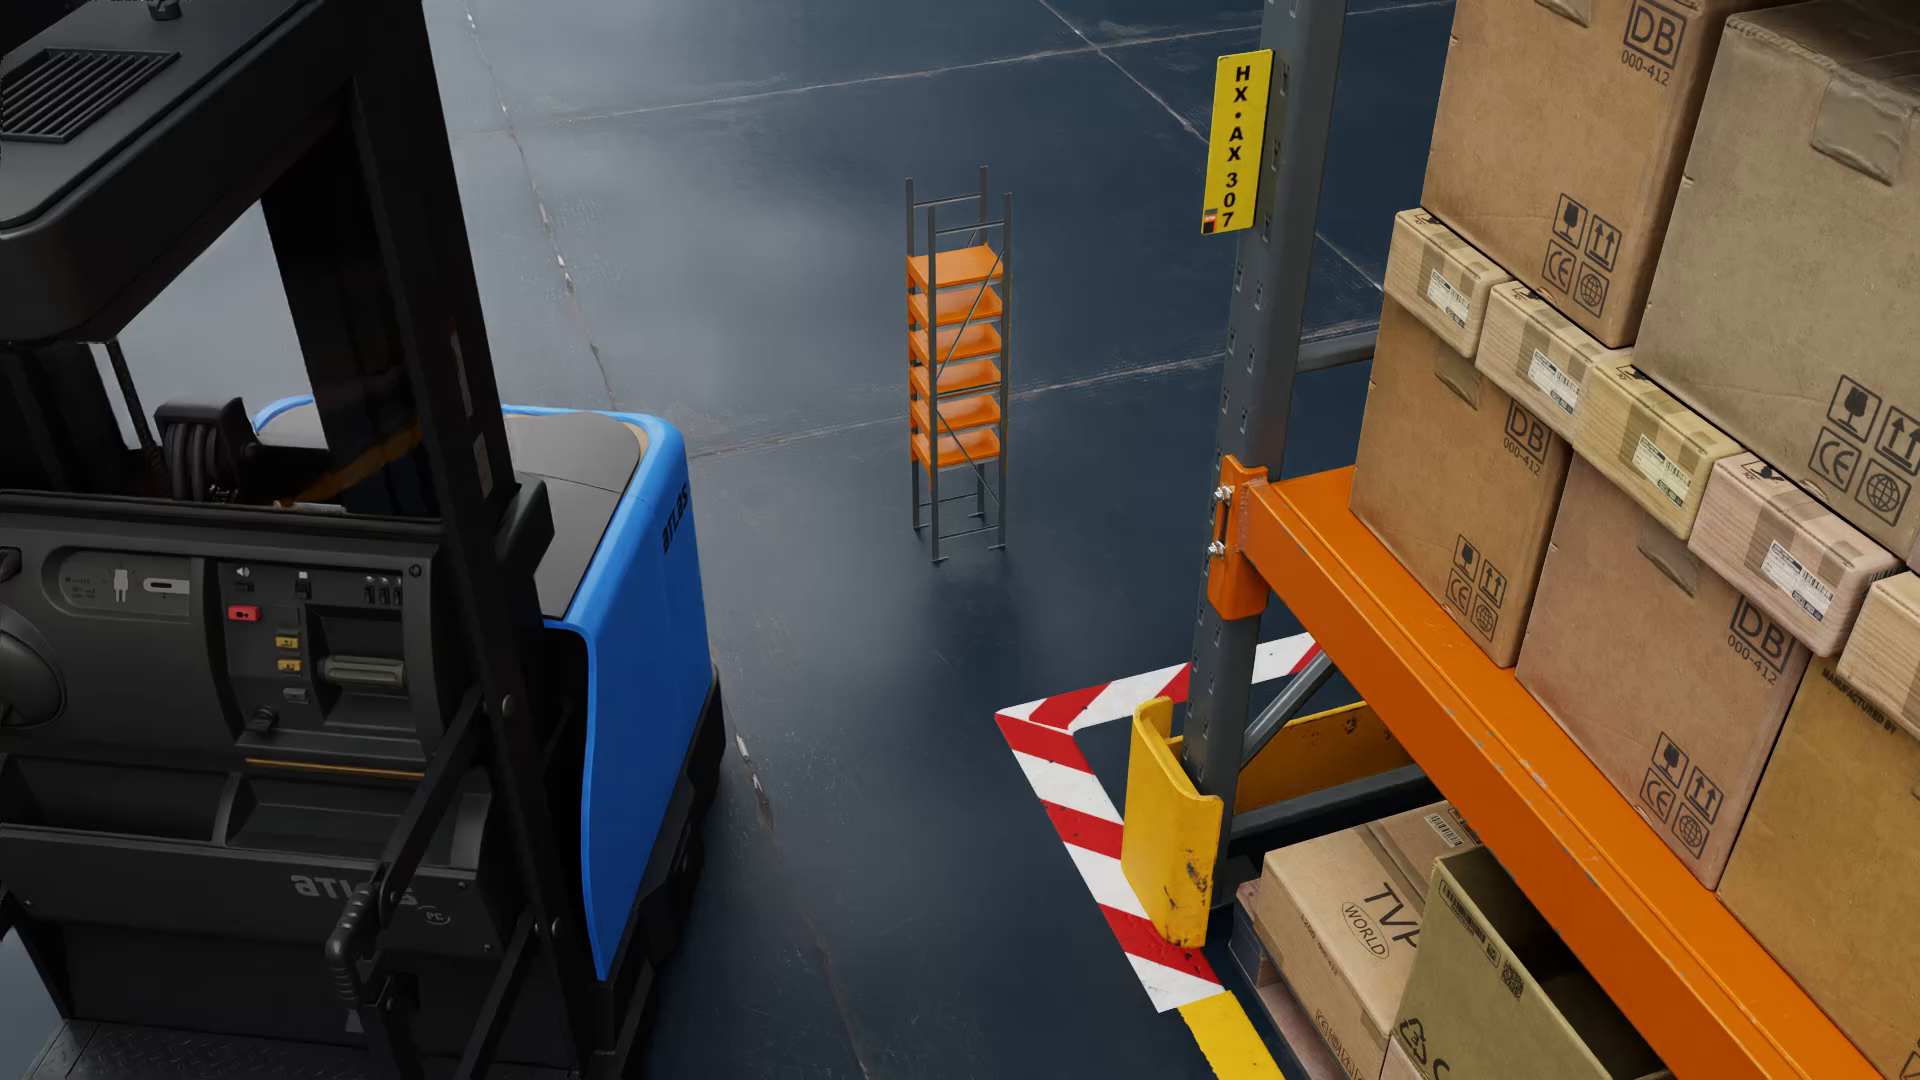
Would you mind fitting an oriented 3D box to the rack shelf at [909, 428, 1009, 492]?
[{"bbox_3d":[-0.005,-0.260,5.071,0.258,0.103,0.180,-12,39,-16],"label":"rack shelf"}]

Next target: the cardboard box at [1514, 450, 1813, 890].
[{"bbox_3d":[1.335,0.104,2.536,0.700,0.500,0.500,-11,38,-15],"label":"cardboard box"}]

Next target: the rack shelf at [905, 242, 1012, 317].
[{"bbox_3d":[-0.005,-0.739,4.710,0.258,0.103,0.180,-12,39,-16],"label":"rack shelf"}]

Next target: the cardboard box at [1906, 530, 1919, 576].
[{"bbox_3d":[1.528,-0.100,1.728,0.700,0.500,0.500,-12,39,-16],"label":"cardboard box"}]

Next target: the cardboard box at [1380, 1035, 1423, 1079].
[{"bbox_3d":[1.152,1.143,3.176,0.500,0.250,0.500,-12,39,-16],"label":"cardboard box"}]

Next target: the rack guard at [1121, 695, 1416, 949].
[{"bbox_3d":[0.993,0.567,4.082,1.175,0.500,0.348,-12,39,-16],"label":"rack guard"}]

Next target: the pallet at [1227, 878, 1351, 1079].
[{"bbox_3d":[1.303,1.119,3.589,1.003,0.211,1.213,-12,39,-16],"label":"pallet"}]

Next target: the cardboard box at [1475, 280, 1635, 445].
[{"bbox_3d":[1.027,-0.303,2.536,0.380,0.149,0.250,-13,39,-17],"label":"cardboard box"}]

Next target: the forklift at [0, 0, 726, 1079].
[{"bbox_3d":[-1.306,0.242,2.492,1.130,2.935,3.031,4,37,5],"label":"forklift"}]

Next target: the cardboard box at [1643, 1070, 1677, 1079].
[{"bbox_3d":[1.335,1.124,2.578,0.500,0.500,0.500,-12,39,-16],"label":"cardboard box"}]

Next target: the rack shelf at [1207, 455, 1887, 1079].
[{"bbox_3d":[1.689,0.999,2.029,1.077,0.370,4.000,-12,39,-16],"label":"rack shelf"}]

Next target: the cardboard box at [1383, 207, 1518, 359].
[{"bbox_3d":[0.934,-0.451,2.734,0.380,0.149,0.250,-13,39,-16],"label":"cardboard box"}]

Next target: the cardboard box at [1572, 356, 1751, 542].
[{"bbox_3d":[1.112,-0.161,2.349,0.380,0.149,0.250,-12,39,-16],"label":"cardboard box"}]

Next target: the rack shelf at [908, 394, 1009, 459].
[{"bbox_3d":[-0.005,-0.356,4.999,0.258,0.103,0.180,-12,39,-16],"label":"rack shelf"}]

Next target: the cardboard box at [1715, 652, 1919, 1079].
[{"bbox_3d":[1.500,0.385,2.162,0.700,0.500,0.500,-12,39,-16],"label":"cardboard box"}]

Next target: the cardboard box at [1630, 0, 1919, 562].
[{"bbox_3d":[1.354,-0.384,2.106,0.700,0.500,0.500,-13,39,-17],"label":"cardboard box"}]

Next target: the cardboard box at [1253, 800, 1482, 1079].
[{"bbox_3d":[0.977,0.861,3.550,0.500,0.250,0.500,-12,39,-16],"label":"cardboard box"}]

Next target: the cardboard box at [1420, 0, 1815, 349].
[{"bbox_3d":[1.168,-0.680,2.499,0.700,0.500,0.500,-12,39,-16],"label":"cardboard box"}]

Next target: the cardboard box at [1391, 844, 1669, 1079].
[{"bbox_3d":[1.150,0.844,2.950,0.500,0.500,0.500,-12,39,-16],"label":"cardboard box"}]

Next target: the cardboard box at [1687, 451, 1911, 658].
[{"bbox_3d":[1.196,-0.018,2.159,0.380,0.149,0.250,-13,39,-17],"label":"cardboard box"}]

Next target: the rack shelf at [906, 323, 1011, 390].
[{"bbox_3d":[-0.005,-0.548,4.854,0.258,0.103,0.180,-12,39,-16],"label":"rack shelf"}]

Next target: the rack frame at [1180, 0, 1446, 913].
[{"bbox_3d":[1.001,-0.418,3.312,1.000,3.000,0.127,-12,39,-16],"label":"rack frame"}]

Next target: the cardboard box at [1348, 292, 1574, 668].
[{"bbox_3d":[1.150,-0.192,2.929,0.700,0.500,0.500,-12,39,-16],"label":"cardboard box"}]

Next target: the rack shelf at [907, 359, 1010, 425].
[{"bbox_3d":[-0.005,-0.452,4.927,0.258,0.103,0.180,-12,39,-16],"label":"rack shelf"}]

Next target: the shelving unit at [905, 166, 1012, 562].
[{"bbox_3d":[-0.005,-0.487,4.900,0.258,1.200,0.189,-12,39,-16],"label":"shelving unit"}]

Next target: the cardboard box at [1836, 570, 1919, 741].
[{"bbox_3d":[1.291,0.132,1.960,0.380,0.149,0.250,-14,39,-17],"label":"cardboard box"}]

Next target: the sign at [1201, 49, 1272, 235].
[{"bbox_3d":[0.478,-0.684,2.880,0.100,0.325,0.005,-12,39,-16],"label":"sign"}]

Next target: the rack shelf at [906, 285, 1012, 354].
[{"bbox_3d":[-0.005,-0.644,4.782,0.258,0.103,0.180,-12,39,-16],"label":"rack shelf"}]

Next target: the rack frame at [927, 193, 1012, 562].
[{"bbox_3d":[0.027,-0.436,4.831,0.240,1.200,0.006,-12,39,-16],"label":"rack frame"}]

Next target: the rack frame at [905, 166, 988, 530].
[{"bbox_3d":[-0.036,-0.539,4.968,0.240,1.200,0.006,-12,39,-16],"label":"rack frame"}]
